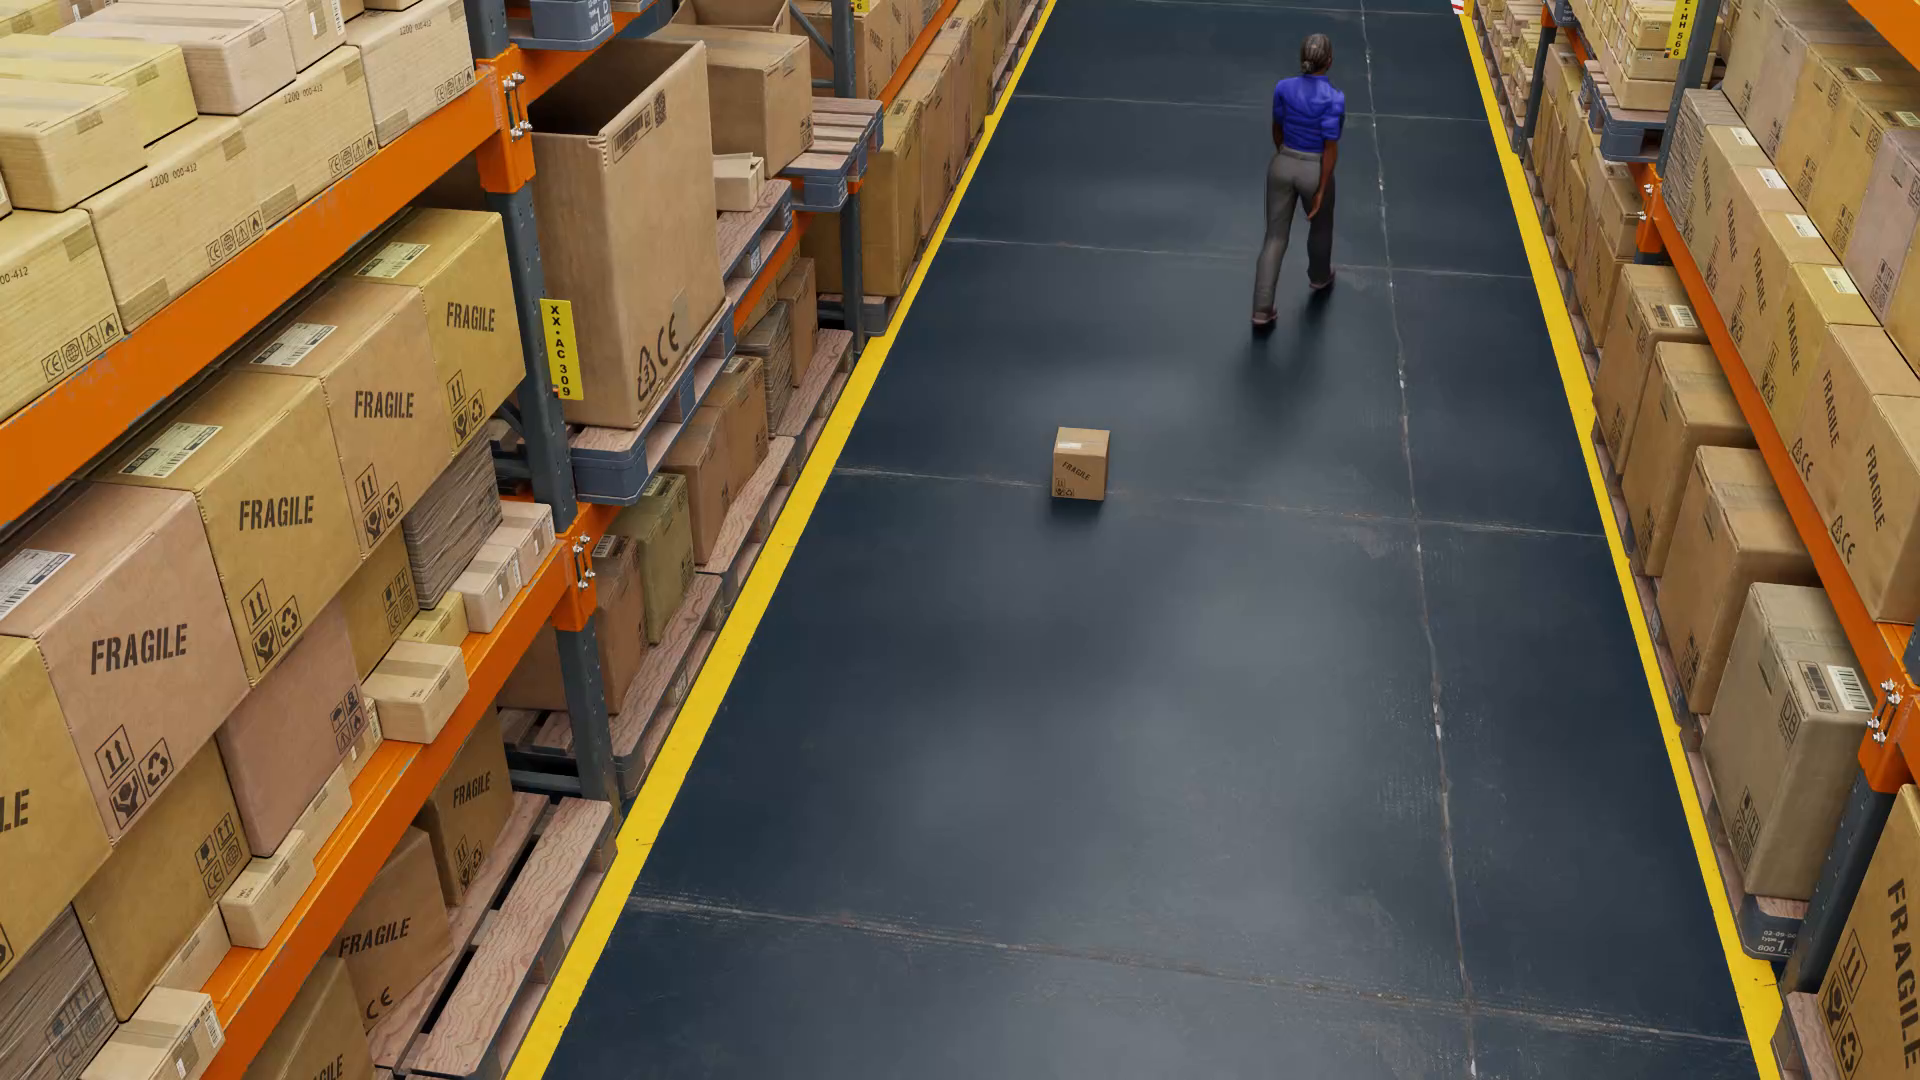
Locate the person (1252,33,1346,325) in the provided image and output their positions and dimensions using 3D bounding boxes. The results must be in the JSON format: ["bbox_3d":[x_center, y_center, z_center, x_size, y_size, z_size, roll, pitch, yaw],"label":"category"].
[{"bbox_3d":[1.947,-2.089,9.391,0.441,1.586,0.998,15,36,22],"label":"person"}]
